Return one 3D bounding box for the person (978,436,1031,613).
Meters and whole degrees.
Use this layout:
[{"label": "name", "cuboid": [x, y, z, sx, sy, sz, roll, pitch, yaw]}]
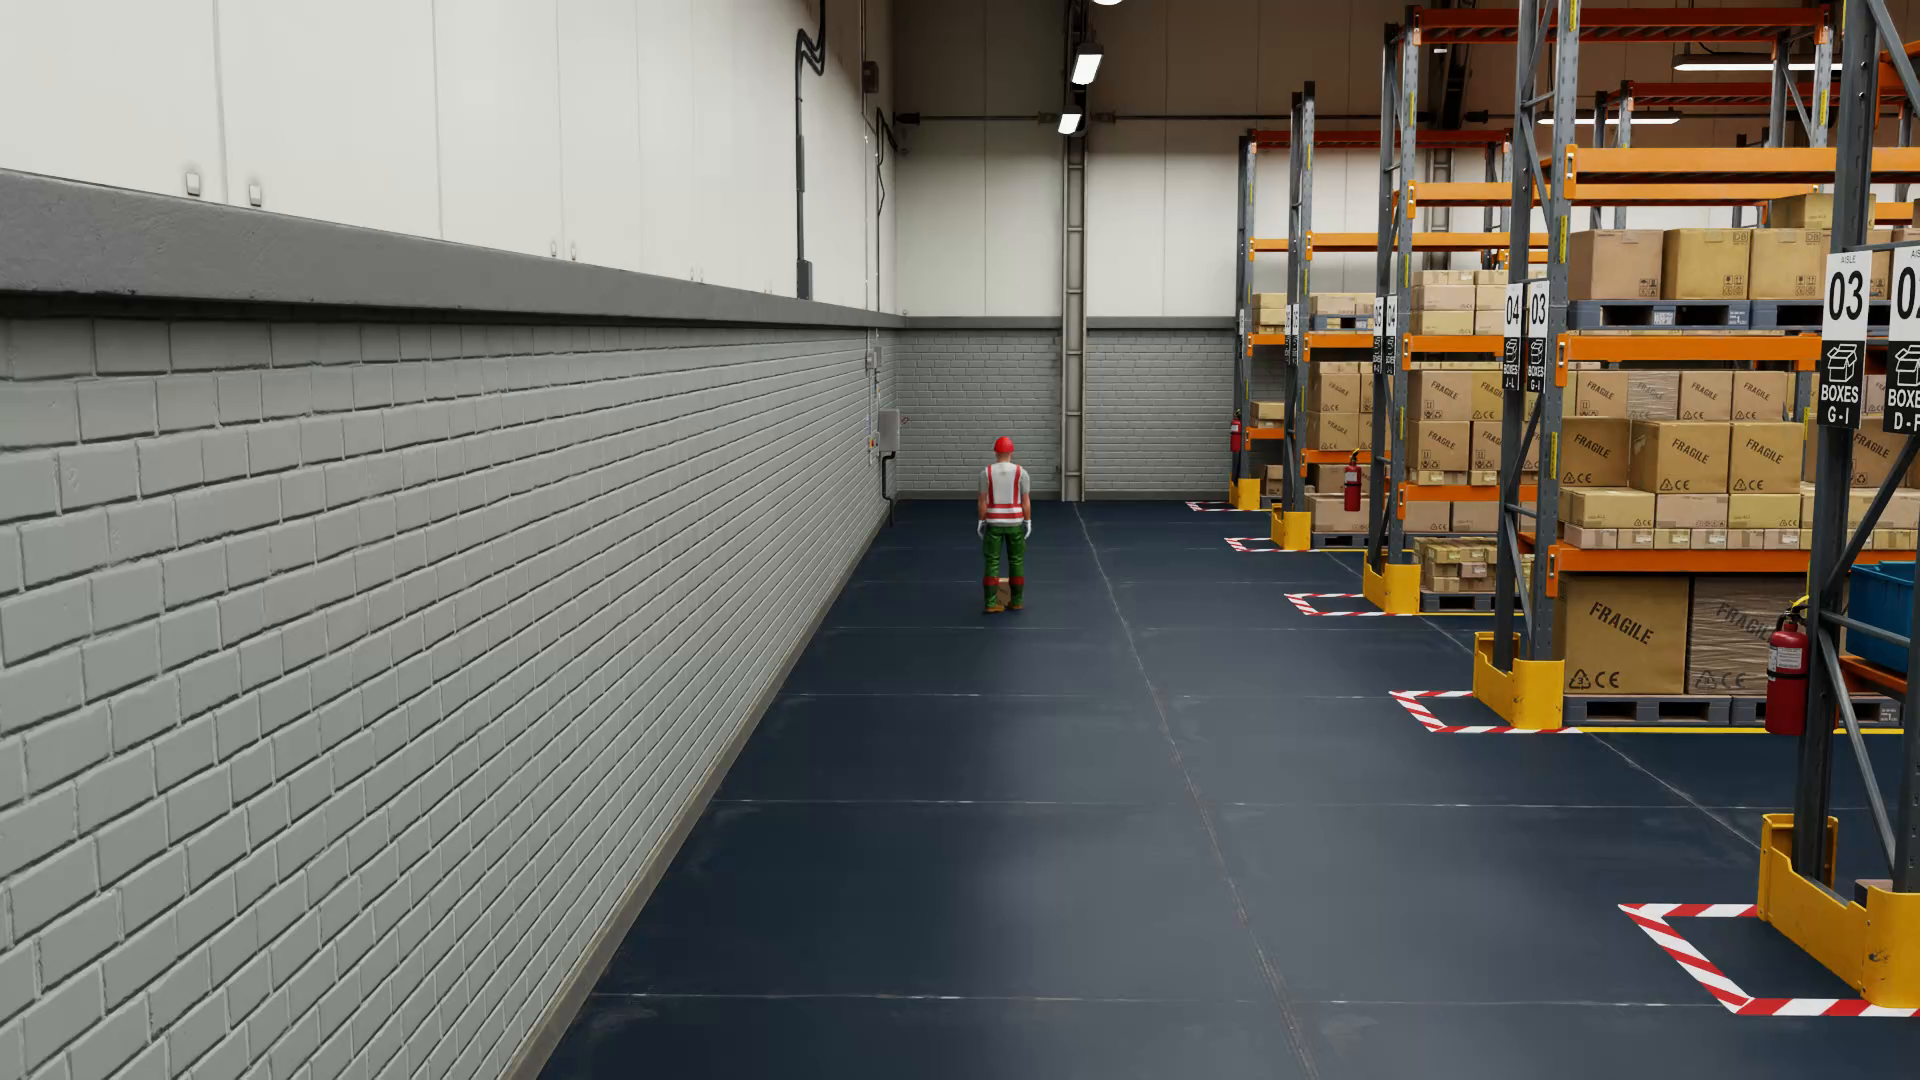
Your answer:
[{"label": "person", "cuboid": [0.450, -0.162, 16.999, 0.540, 1.802, 0.485, 0, 7, 1]}]
